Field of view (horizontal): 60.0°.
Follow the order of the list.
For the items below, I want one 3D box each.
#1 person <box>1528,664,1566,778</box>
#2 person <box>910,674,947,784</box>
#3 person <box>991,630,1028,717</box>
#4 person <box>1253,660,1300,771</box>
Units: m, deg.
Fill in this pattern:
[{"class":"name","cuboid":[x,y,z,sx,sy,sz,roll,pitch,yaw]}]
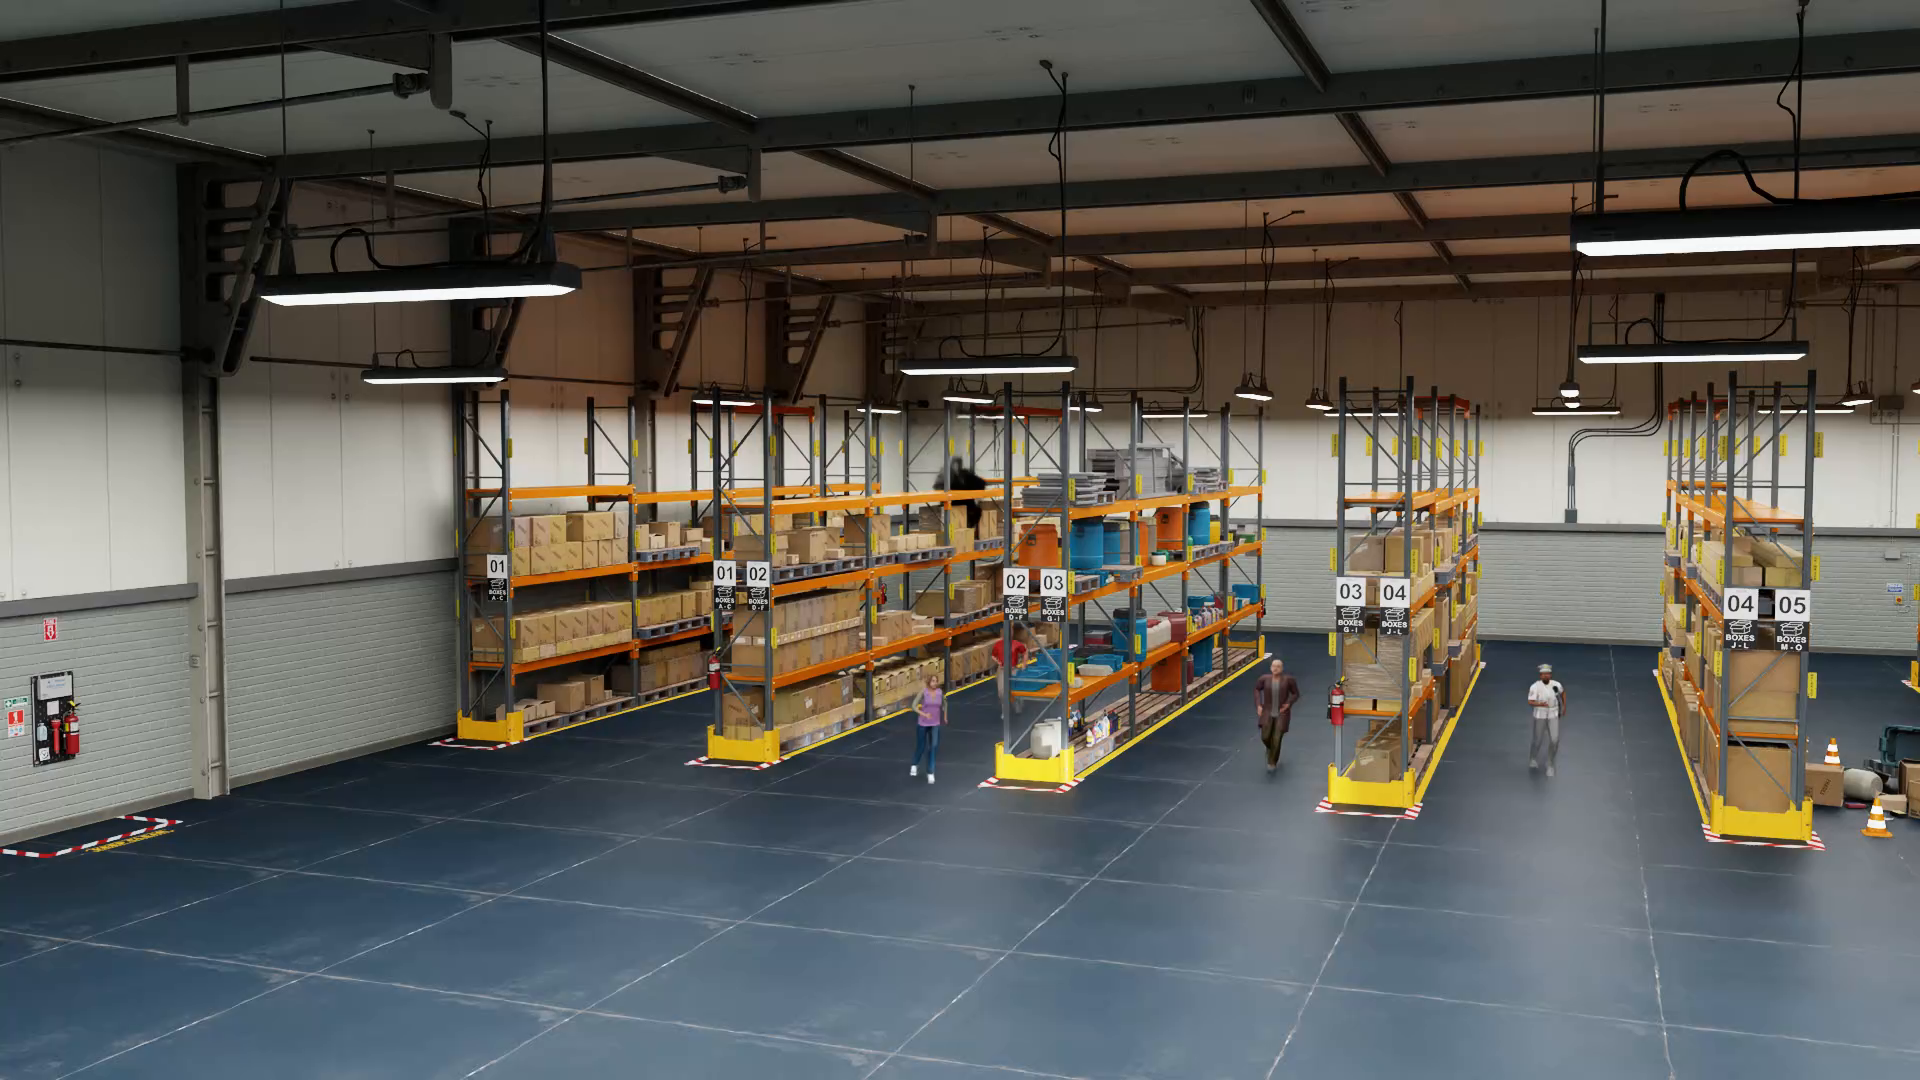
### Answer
[{"class":"person","cuboid":[9.010,2.755,25.536,0.586,1.736,0.880,1,3,12]},{"class":"person","cuboid":[-0.451,2.827,25.128,0.605,1.631,0.717,-1,3,-18]},{"class":"person","cuboid":[0.895,2.472,30.868,0.674,1.692,0.614,1,3,11]},{"class":"person","cuboid":[4.901,2.717,25.830,0.724,1.734,0.618,1,3,17]}]
